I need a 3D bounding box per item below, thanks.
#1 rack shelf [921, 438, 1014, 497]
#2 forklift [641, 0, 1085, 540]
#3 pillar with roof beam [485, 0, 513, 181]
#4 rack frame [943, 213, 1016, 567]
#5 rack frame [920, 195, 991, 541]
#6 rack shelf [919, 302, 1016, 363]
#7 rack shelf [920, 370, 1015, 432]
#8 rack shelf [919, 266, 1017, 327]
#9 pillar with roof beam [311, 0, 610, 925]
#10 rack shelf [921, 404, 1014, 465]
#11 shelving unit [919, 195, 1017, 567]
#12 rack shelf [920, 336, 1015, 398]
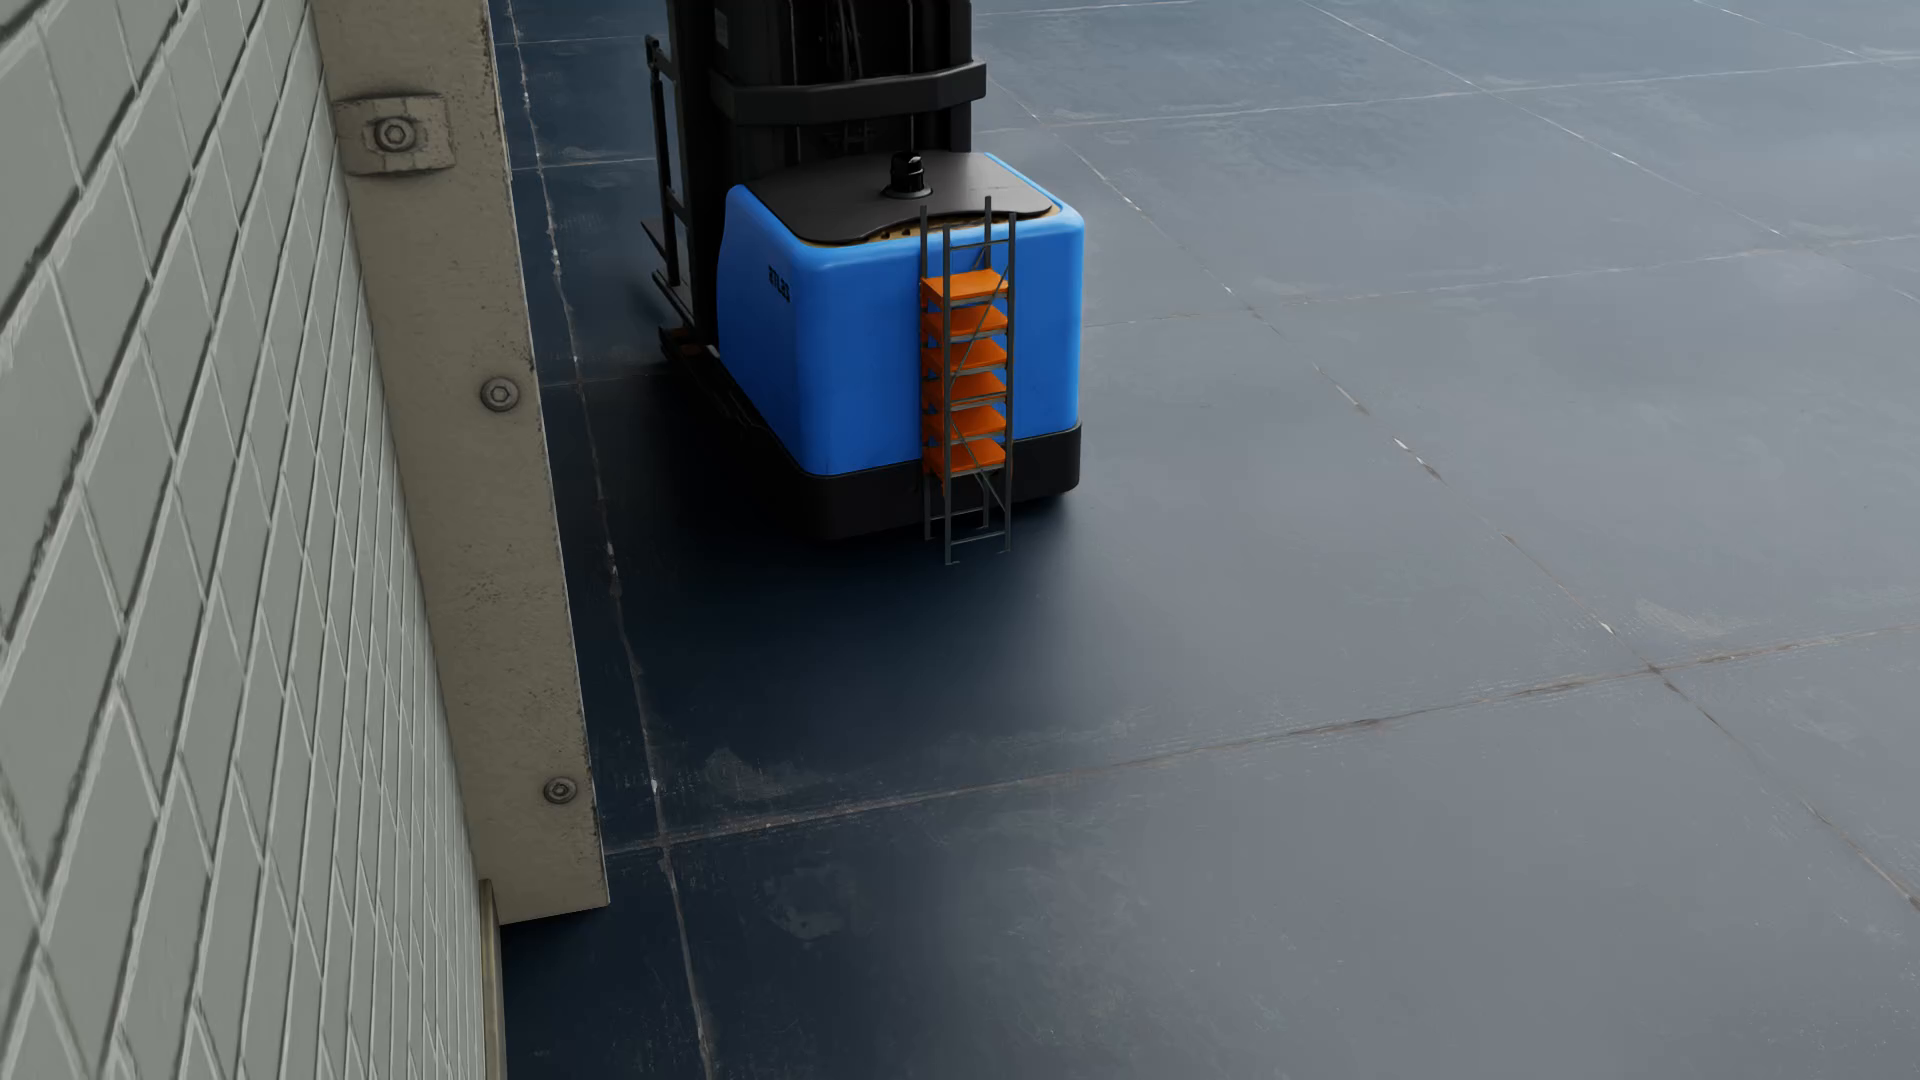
[{"bbox_3d":[0.024,-0.251,5.554,0.258,0.103,0.180,-12,32,-20],"label":"rack shelf"},{"bbox_3d":[-0.617,-1.988,6.258,1.130,2.935,3.031,-12,32,-20],"label":"forklift"},{"bbox_3d":[1.480,-6.525,8.041,9.100,9.000,0.400,-8,31,-13],"label":"pillar with roof beam"},{"bbox_3d":[0.060,-0.455,5.338,0.240,1.200,0.006,-12,32,-20],"label":"rack frame"},{"bbox_3d":[-0.012,-0.539,5.484,0.240,1.200,0.006,-12,32,-20],"label":"rack frame"},{"bbox_3d":[0.024,-0.666,5.313,0.258,0.103,0.180,-12,32,-20],"label":"rack shelf"},{"bbox_3d":[0.024,-0.459,5.433,0.258,0.103,0.180,-12,32,-20],"label":"rack shelf"},{"bbox_3d":[0.024,-0.770,5.253,0.258,0.103,0.180,-12,32,-20],"label":"rack shelf"},{"bbox_3d":[3.072,-3.628,3.034,9.100,9.000,0.400,-8,31,-13],"label":"pillar with roof beam"},{"bbox_3d":[0.024,-0.355,5.493,0.258,0.103,0.180,-12,32,-20],"label":"rack shelf"},{"bbox_3d":[0.024,-0.497,5.411,0.258,1.200,0.189,-12,32,-20],"label":"shelving unit"},{"bbox_3d":[0.024,-0.563,5.373,0.258,0.103,0.180,-12,32,-20],"label":"rack shelf"}]
